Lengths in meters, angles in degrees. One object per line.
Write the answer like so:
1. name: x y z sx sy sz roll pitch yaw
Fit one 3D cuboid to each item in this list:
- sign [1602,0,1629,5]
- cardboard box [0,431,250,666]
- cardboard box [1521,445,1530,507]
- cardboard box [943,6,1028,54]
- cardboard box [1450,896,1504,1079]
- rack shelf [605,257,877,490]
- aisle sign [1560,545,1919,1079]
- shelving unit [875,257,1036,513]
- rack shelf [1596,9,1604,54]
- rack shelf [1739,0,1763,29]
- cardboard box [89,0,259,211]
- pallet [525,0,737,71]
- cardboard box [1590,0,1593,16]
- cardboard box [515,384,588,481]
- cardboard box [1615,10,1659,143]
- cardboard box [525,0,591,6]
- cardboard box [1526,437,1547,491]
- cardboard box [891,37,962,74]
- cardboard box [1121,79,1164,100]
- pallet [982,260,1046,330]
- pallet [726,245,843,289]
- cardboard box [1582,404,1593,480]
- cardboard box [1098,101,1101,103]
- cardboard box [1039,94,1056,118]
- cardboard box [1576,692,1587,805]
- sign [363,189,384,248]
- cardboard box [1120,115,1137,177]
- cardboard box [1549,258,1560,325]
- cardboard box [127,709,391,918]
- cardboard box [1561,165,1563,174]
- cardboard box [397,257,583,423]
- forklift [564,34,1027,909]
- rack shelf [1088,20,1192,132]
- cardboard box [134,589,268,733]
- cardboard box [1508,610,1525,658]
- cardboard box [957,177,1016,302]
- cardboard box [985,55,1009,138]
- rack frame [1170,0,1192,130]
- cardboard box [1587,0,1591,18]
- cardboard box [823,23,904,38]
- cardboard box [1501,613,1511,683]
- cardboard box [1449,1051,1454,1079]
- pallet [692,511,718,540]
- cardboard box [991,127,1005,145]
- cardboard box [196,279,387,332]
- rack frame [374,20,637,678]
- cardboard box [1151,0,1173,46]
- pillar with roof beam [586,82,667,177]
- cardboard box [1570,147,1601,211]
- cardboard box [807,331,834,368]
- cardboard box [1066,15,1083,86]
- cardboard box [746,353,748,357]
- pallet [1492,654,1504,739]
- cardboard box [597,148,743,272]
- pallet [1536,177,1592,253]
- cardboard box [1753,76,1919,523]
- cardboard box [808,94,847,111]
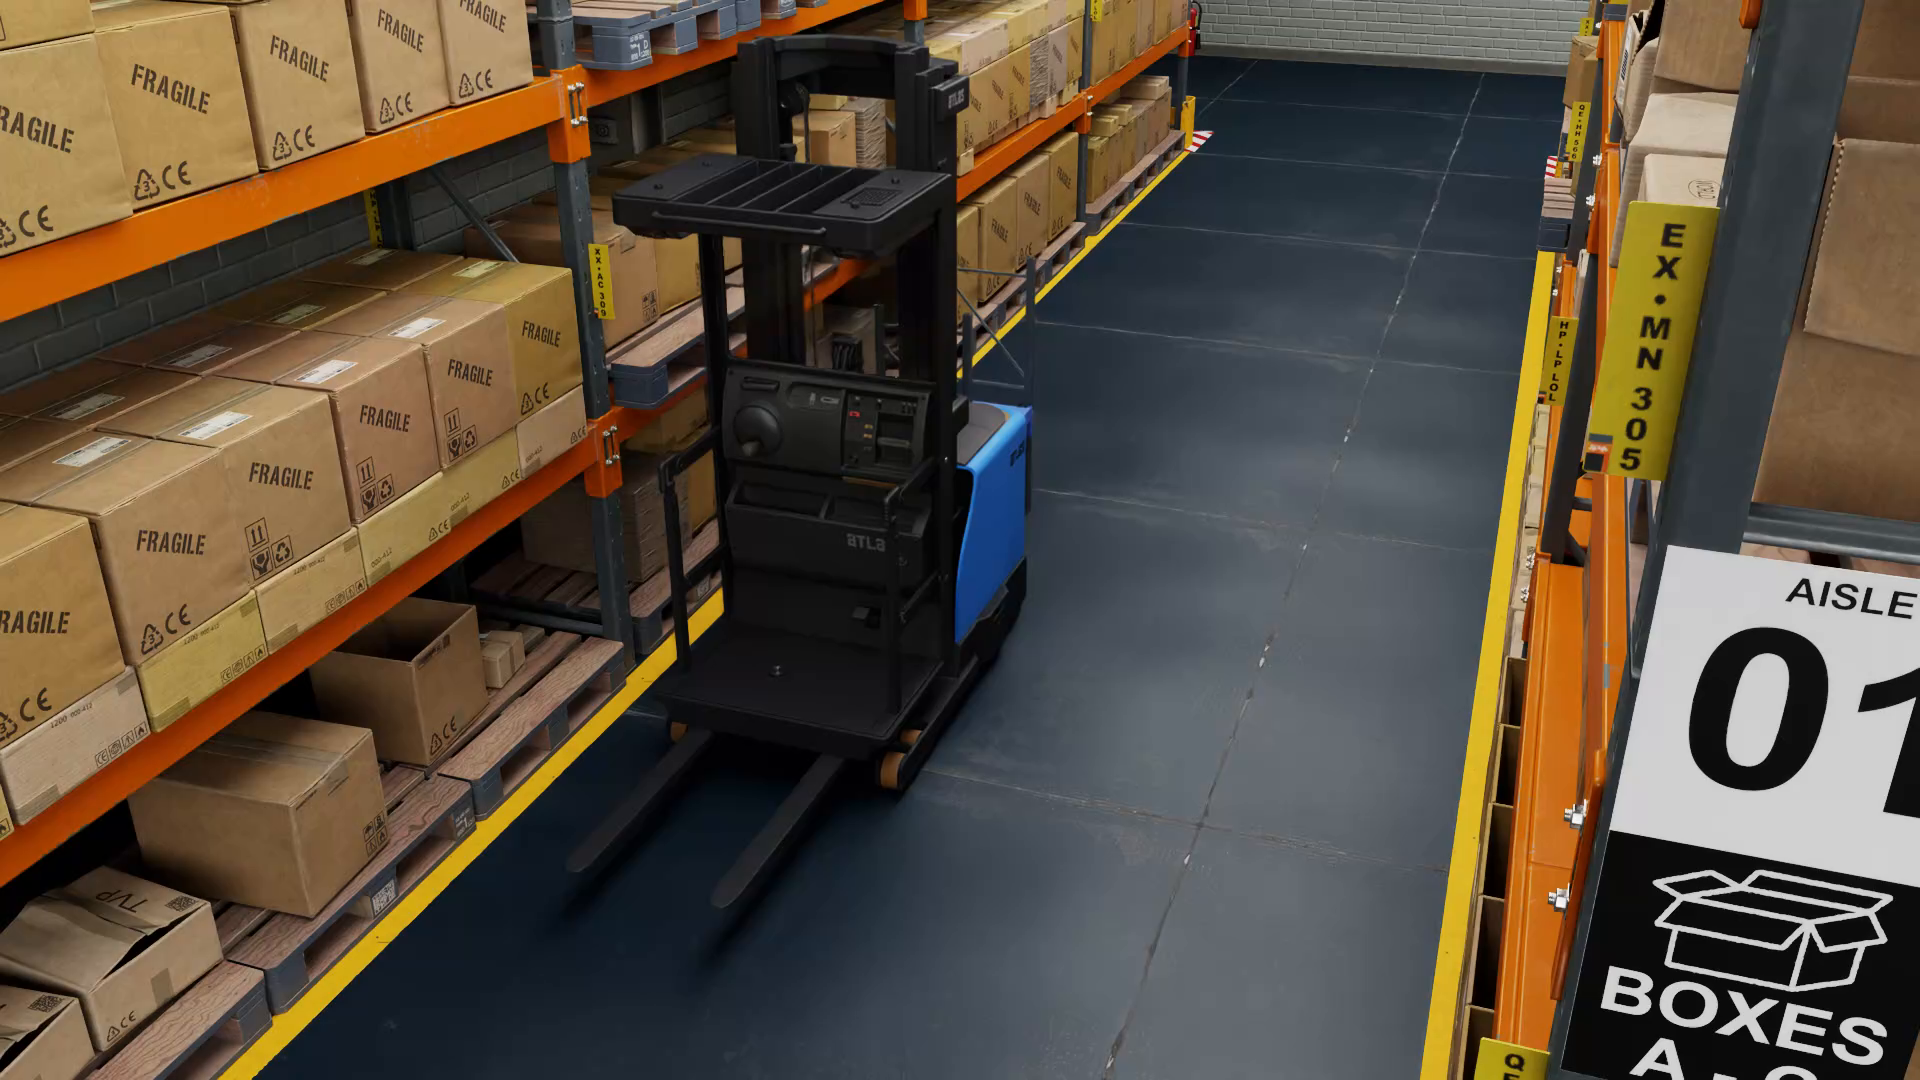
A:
1. sign: 2.113 -1.868 5.269 0.100 0.325 0.005 9 27 17
2. cardboard box: -2.582 0.014 5.069 0.500 0.500 0.500 8 27 16
3. cardboard box: 3.341 -0.285 9.069 0.500 0.250 0.500 8 27 16
4. cardboard box: 0.185 -3.742 12.196 0.500 0.250 0.500 8 27 16
5. cardboard box: 1.681 1.404 4.720 0.500 0.500 0.500 9 27 17
6. rack shelf: -1.379 -1.284 9.285 1.077 0.370 4.000 9 27 17
7. aisle sign: 0.998 0.389 2.020 0.394 0.787 0.004 9 27 17
8. shelving unit: -0.005 -0.667 8.906 0.538 1.500 1.048 9 27 18
9. rack shelf: 4.624 -3.561 10.545 1.077 0.370 4.000 9 27 17
10. rack shelf: 1.962 -1.443 3.189 1.077 0.370 4.000 9 27 17
11. cardboard box: -2.489 -1.300 4.913 0.500 0.500 0.500 10 28 21
12. pallet: -1.739 -2.289 7.310 1.213 0.211 1.003 9 27 17
13. cardboard box: 5.719 -4.721 14.297 0.500 0.500 0.500 8 27 17
14. cardboard box: -1.917 -0.488 6.966 0.500 0.250 0.500 9 27 18
15. cardboard box: 2.032 -1.240 4.387 0.500 0.311 0.500 7 27 15
16. cardboard box: -1.787 -2.583 7.103 0.500 0.500 0.500 13 29 25
17. cardboard box: 3.169 -0.317 8.493 0.500 0.311 0.500 8 27 16
18. cardboard box: -0.310 -3.116 10.903 0.500 0.250 0.500 9 27 19
19. cardboard box: 1.855 -4.586 16.922 0.380 0.149 0.250 9 27 19
20. pallet: 0.027 -1.987 13.112 1.003 0.211 1.213 9 27 17
21. pallet: -1.334 -1.524 9.175 1.003 0.211 1.213 9 27 17
22. cardboard box: 2.747 -0.396 6.780 0.396 0.266 0.258 8 27 16
23. cardboard box: 1.158 -4.226 16.178 0.380 0.149 0.250 8 27 17
24. cardboard box: 0.549 -3.465 13.229 0.380 0.149 0.250 9 27 17
25. cardboard box: 2.146 0.493 4.675 0.700 0.500 0.500 9 27 18
26. sign: -2.569 -1.386 7.341 0.100 0.325 0.005 9 27 17
27. cardboard box: 1.306 -3.846 16.138 0.700 0.500 0.500 9 27 19
28. cardboard box: 4.390 -1.633 11.544 0.500 0.500 0.500 8 27 15
29. cardboard box: -2.580 0.986 6.136 0.700 0.500 0.500 7 27 14
30. cardboard box: 6.006 -3.573 15.837 0.500 0.250 0.500 9 27 17
31. cardboard box: -1.910 -0.825 6.801 0.500 0.500 0.500 9 27 17
32. forklift: -0.645 -0.460 6.837 1.130 2.935 3.031 9 27 18
33. rack shelf: 1.283 -4.571 16.075 1.077 0.370 4.000 9 27 17
34. cardboard box: -2.580 0.338 5.258 0.500 0.250 0.500 8 27 17
35. cardboard box: 2.492 0.519 6.765 0.500 0.311 0.500 9 27 17
36. cardboard box: -0.048 -2.293 12.529 0.750 0.750 0.750 9 27 17
37. cardboard box: 0.039 -3.197 11.933 0.500 0.500 0.500 9 27 17
38. rack frame: 1.949 -5.717 17.615 1.000 3.000 0.127 9 27 17
39. cardboard box: 6.225 -4.901 15.815 0.500 0.500 0.500 9 27 19
40. cardboard box: -0.632 -3.391 11.472 0.500 0.250 0.500 8 27 16
41. cardboard box: 2.663 0.560 7.325 0.500 0.250 0.500 8 27 17
42. cardboard box: 1.684 1.742 4.883 0.500 0.250 0.500 9 27 17
43. pallet: -1.383 -0.354 9.738 1.003 0.211 1.213 9 27 17
44. cardboard box: 0.115 -3.059 12.391 0.380 0.149 0.250 9 27 18
45. cardboard box: -2.574 -0.690 6.521 0.500 0.500 0.500 9 27 17
46. rack frame: -2.045 -0.786 7.430 1.000 3.000 0.127 9 27 17
47. cardboard box: 1.557 -5.340 16.493 0.980 0.700 0.700 9 27 17
48. pillar with roof beam: 2.098 -4.096 7.384 9.100 9.000 0.400 9 27 17
49. cardboard box: 4.062 -2.222 9.800 0.700 0.500 0.500 0 26 0
50. cardboard box: -1.185 -1.004 10.245 0.700 0.500 0.500 9 27 17
51. cardboard box: 0.702 -4.035 13.662 0.500 0.500 0.500 8 27 17
52. cardboard box: -1.319 -1.099 9.581 0.500 0.250 0.500 9 27 17
53. pallet: 2.836 0.878 7.194 1.003 0.211 1.213 9 27 17
54. cardboard box: -1.461 -1.736 8.775 0.700 0.500 0.500 13 29 24
55. pallet: 4.118 -1.915 9.983 1.213 0.211 1.003 9 27 17
56. cardboard box: 1.492 -0.309 2.243 0.797 0.503 0.637 11 28 21
57. cardboard box: -0.893 -2.684 9.987 0.380 0.149 0.250 4 26 9
